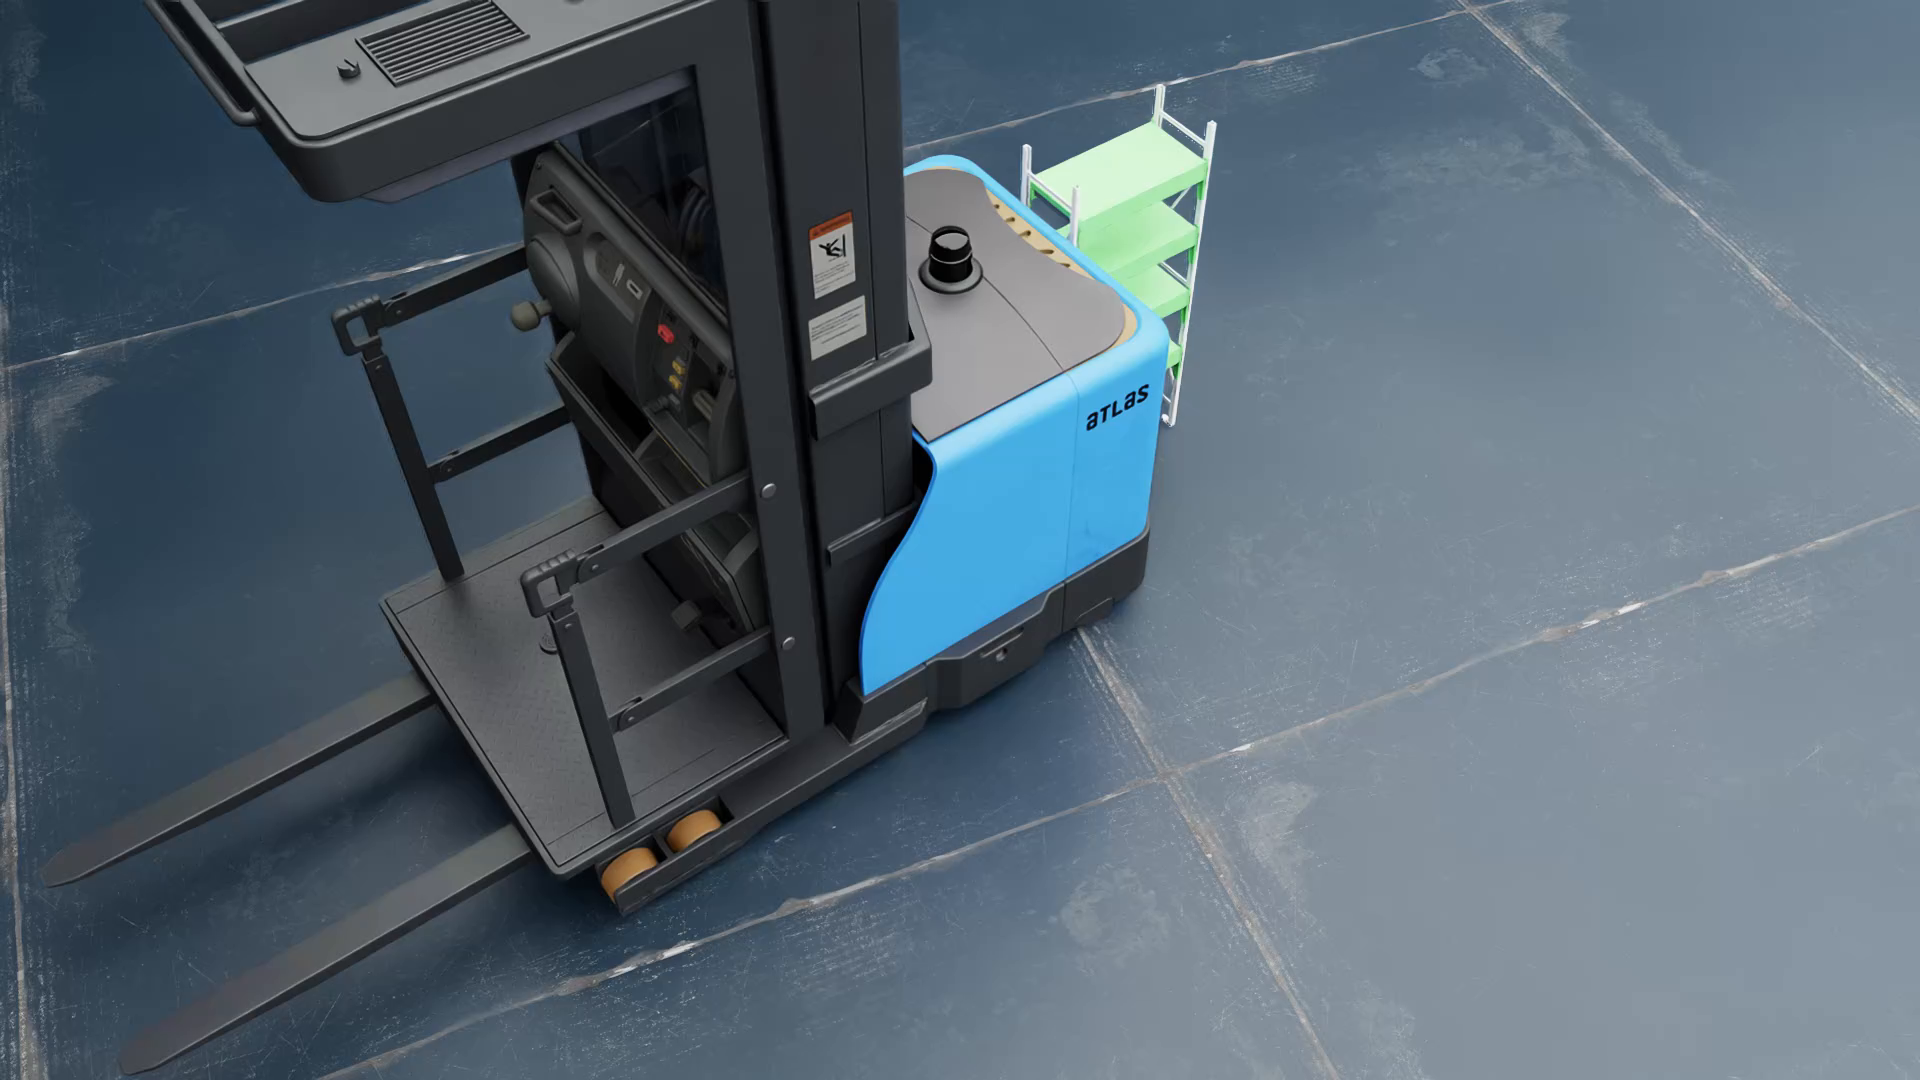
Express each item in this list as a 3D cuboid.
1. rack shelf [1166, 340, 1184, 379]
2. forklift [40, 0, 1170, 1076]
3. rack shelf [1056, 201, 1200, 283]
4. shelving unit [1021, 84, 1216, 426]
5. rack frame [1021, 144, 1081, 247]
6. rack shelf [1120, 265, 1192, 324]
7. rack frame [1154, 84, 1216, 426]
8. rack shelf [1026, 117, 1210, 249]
[{"bbox_3d":[0.448,-0.542,5.325,0.480,0.148,0.258,-29,55,-23],"label":"rack shelf"},{"bbox_3d":[-0.926,-0.441,3.697,3.031,2.935,1.130,-29,55,-23],"label":"forklift"},{"bbox_3d":[0.448,-0.854,4.961,0.480,0.148,0.258,-29,55,-23],"label":"rack shelf"},{"bbox_3d":[0.448,-0.740,5.094,0.503,1.200,0.258,-29,55,-23],"label":"shelving unit"},{"bbox_3d":[0.251,-0.630,5.000,0.015,1.200,0.240,-29,55,-23],"label":"rack frame"},{"bbox_3d":[0.448,-0.698,5.143,0.480,0.148,0.258,-29,55,-23],"label":"rack shelf"},{"bbox_3d":[0.644,-0.849,5.188,0.015,1.200,0.240,-29,55,-23],"label":"rack frame"},{"bbox_3d":[0.447,-1.011,4.779,0.480,0.148,0.258,-29,55,-23],"label":"rack shelf"}]
